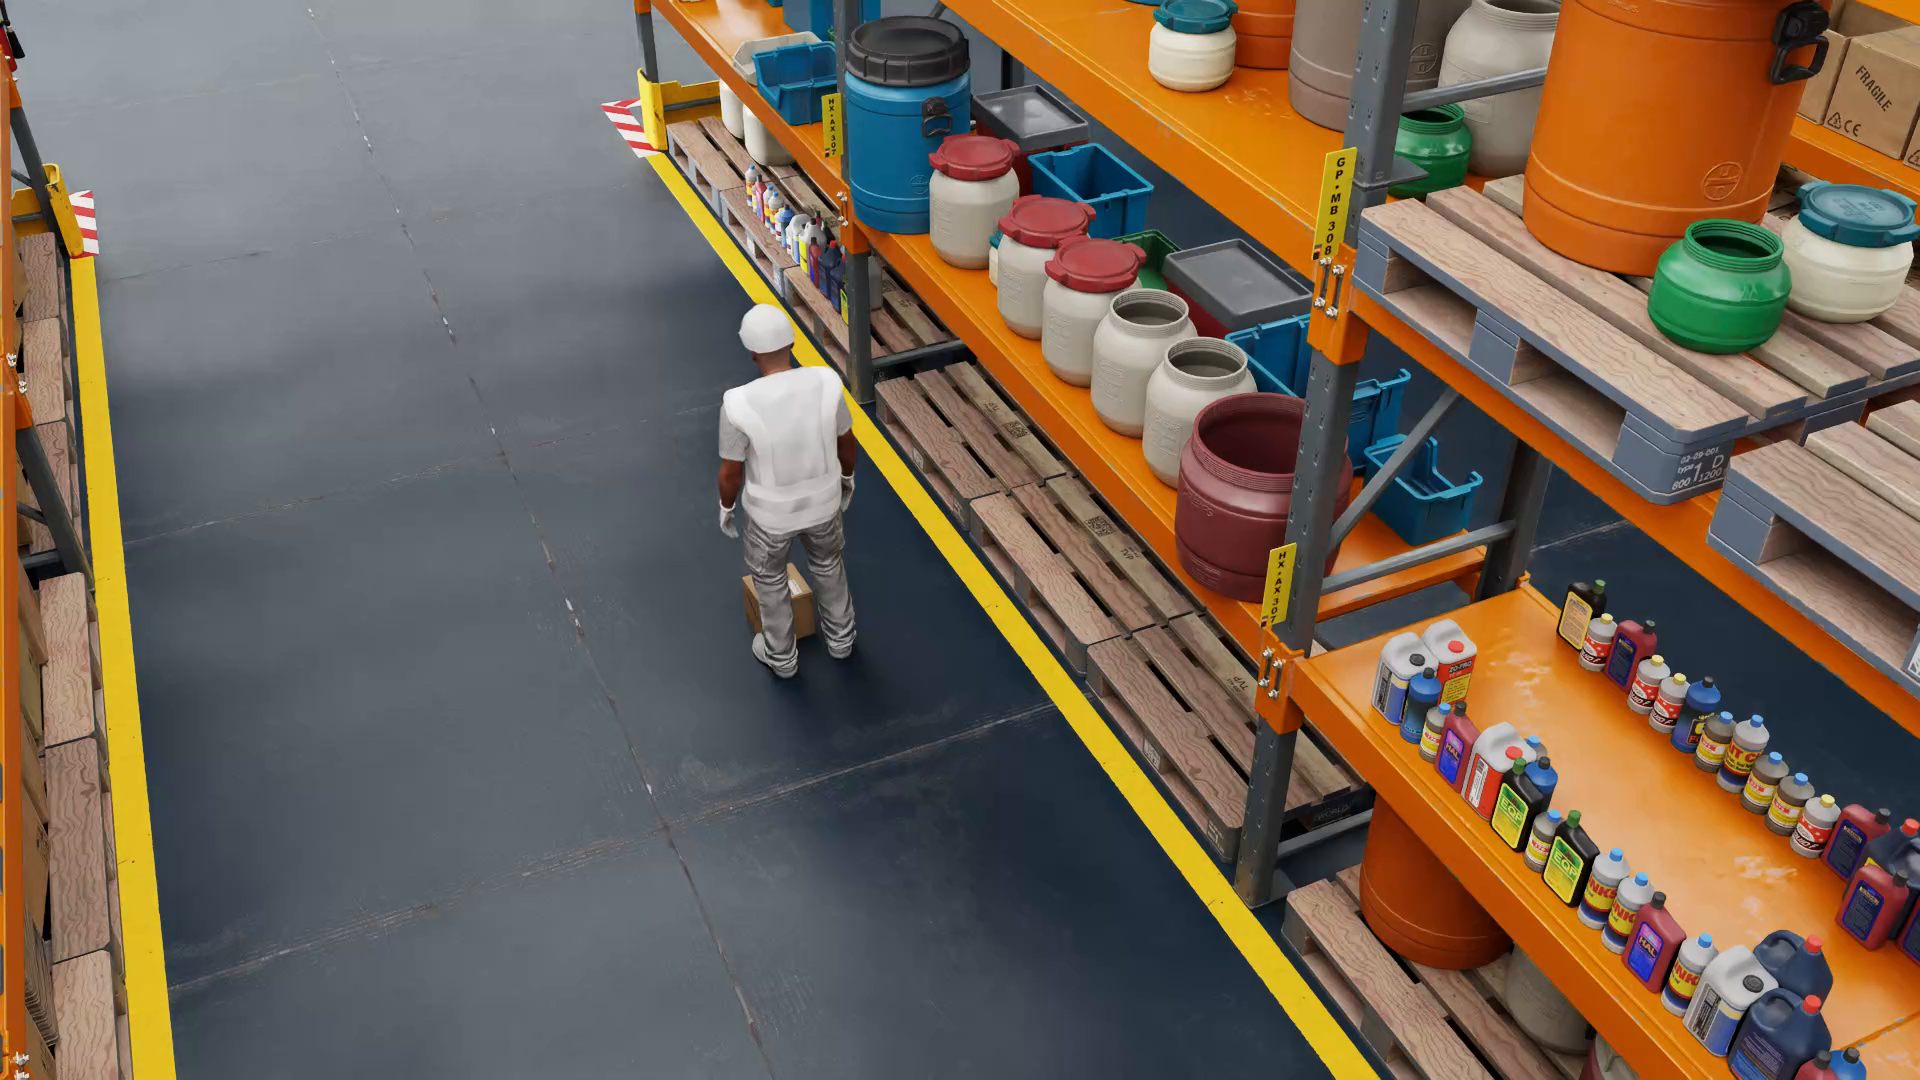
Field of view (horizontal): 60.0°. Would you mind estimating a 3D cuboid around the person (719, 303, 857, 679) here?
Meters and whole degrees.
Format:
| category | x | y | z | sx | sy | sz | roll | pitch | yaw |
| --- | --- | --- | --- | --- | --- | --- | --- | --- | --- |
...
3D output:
| category | x | y | z | sx | sy | sz | roll | pitch | yaw |
| --- | --- | --- | --- | --- | --- | --- | --- | --- | --- |
| person | -0.726 | -0.183 | 7.090 | 0.618 | 1.775 | 0.446 | -15 | 40 | -20 |
